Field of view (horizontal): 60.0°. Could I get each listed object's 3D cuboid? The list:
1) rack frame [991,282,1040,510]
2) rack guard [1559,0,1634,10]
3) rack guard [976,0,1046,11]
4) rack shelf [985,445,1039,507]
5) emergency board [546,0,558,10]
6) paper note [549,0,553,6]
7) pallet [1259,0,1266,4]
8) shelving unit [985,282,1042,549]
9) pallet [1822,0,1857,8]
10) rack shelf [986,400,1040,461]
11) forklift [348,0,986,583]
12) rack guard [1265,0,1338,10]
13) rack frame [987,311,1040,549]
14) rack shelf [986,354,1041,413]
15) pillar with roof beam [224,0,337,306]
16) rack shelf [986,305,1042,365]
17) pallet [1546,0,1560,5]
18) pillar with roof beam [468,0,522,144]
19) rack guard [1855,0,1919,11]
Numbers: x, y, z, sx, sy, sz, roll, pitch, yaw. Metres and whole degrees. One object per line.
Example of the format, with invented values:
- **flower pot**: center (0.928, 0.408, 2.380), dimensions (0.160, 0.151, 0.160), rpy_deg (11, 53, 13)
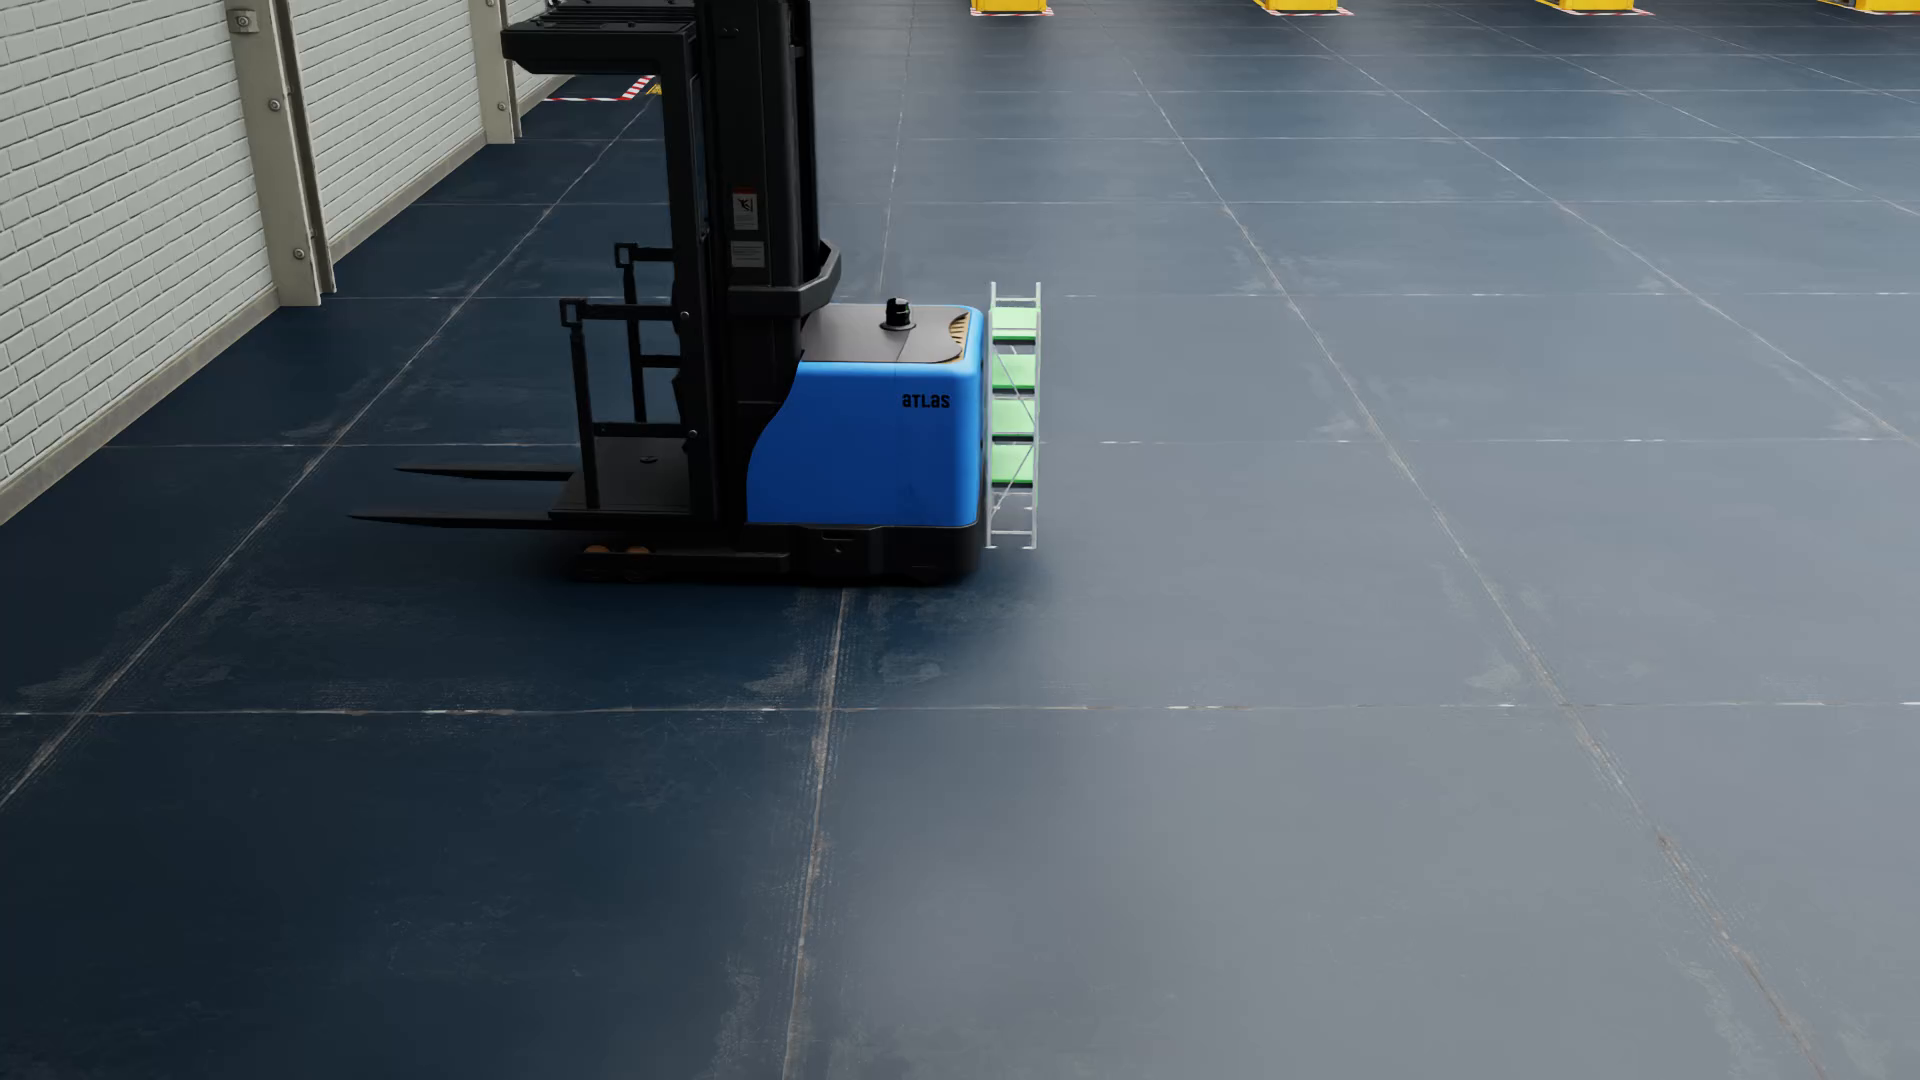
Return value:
- **rack frame**: center (0.272, -0.707, 8.357), dimensions (0.240, 1.200, 0.015), rpy_deg (1, 24, 2)
- **rack guard**: center (10.757, -9.227, 28.044), dimensions (1.175, 0.500, 0.348), rpy_deg (0, 24, -1)
- **rack guard**: center (0.853, -9.143, 27.858), dimensions (1.175, 0.500, 0.348), rpy_deg (0, 24, -1)
- **rack shelf**: center (0.262, -0.330, 8.260), dimensions (0.258, 0.148, 0.480), rpy_deg (1, 24, 2)
- **emergency board**: center (-4.919, -7.061, 20.223), dimensions (0.194, 1.169, 0.643), rpy_deg (0, 24, -1)
- **paper note**: center (-4.986, -6.587, 20.243), dimensions (0.016, 0.148, 0.142), rpy_deg (0, 24, -1)
- **pallet**: center (5.754, -9.408, 28.795), dimensions (1.003, 0.211, 1.213), rpy_deg (0, 24, -1)
- **shelving unit**: center (0.262, -0.607, 8.135), dimensions (0.258, 1.200, 0.503), rpy_deg (1, 24, 2)
- **pallet**: center (15.632, -9.374, 28.720), dimensions (1.003, 0.211, 1.213), rpy_deg (0, 24, -1)
- **rack shelf**: center (0.262, -0.548, 8.162), dimensions (0.258, 0.148, 0.480), rpy_deg (1, 24, 2)
- **forklift**: center (-1.405, -1.353, 7.686), dimensions (3.031, 2.935, 1.130), rpy_deg (1, 24, 3)
- **rack guard**: center (5.758, -9.204, 27.995), dimensions (1.175, 0.500, 0.348), rpy_deg (0, 24, -1)
- **rack frame**: center (0.251, -0.506, 7.913), dimensions (0.240, 1.200, 0.015), rpy_deg (1, 24, 2)
- **rack shelf**: center (0.262, -0.767, 8.063), dimensions (0.258, 0.148, 0.480), rpy_deg (1, 24, 2)
- **pillar with roof beam**: center (-0.472, -5.888, 10.349), dimensions (9.100, 9.000, 0.400), rpy_deg (0, 24, -1)
- **rack shelf**: center (0.262, -0.986, 7.964), dimensions (0.258, 0.148, 0.480), rpy_deg (1, 24, 2)
- **pallet**: center (10.784, -9.430, 28.845), dimensions (1.003, 0.211, 1.213), rpy_deg (0, 24, -1)
- **pillar with roof beam**: center (-0.538, -8.360, 15.815), dimensions (9.100, 9.000, 0.400), rpy_deg (0, 24, -1)
- **rack guard**: center (15.719, -9.166, 27.911), dimensions (1.175, 0.500, 0.348), rpy_deg (0, 24, -1)
